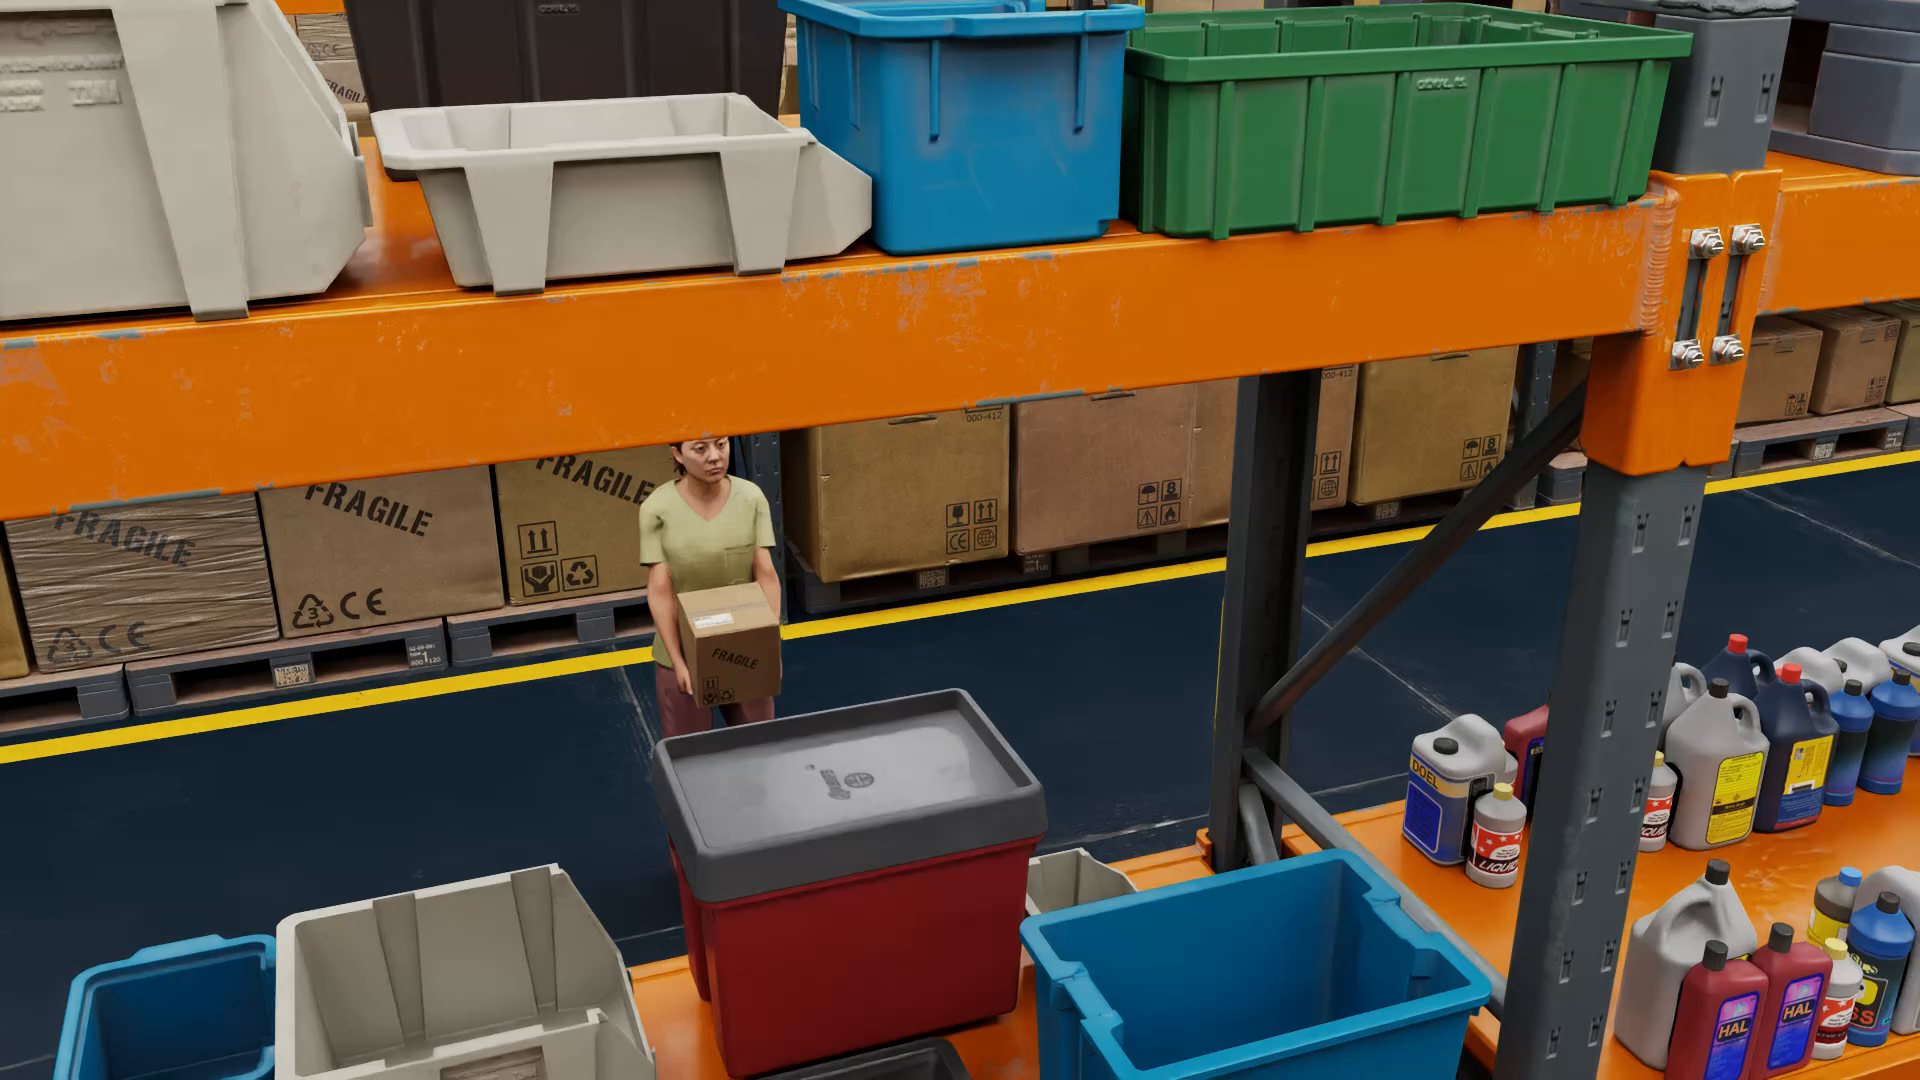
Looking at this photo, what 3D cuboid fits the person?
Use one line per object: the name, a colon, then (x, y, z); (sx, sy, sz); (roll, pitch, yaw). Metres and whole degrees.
person: (-0.748, 0.398, 5.155); (0.420, 1.668, 0.538); (-8, 24, -19)
